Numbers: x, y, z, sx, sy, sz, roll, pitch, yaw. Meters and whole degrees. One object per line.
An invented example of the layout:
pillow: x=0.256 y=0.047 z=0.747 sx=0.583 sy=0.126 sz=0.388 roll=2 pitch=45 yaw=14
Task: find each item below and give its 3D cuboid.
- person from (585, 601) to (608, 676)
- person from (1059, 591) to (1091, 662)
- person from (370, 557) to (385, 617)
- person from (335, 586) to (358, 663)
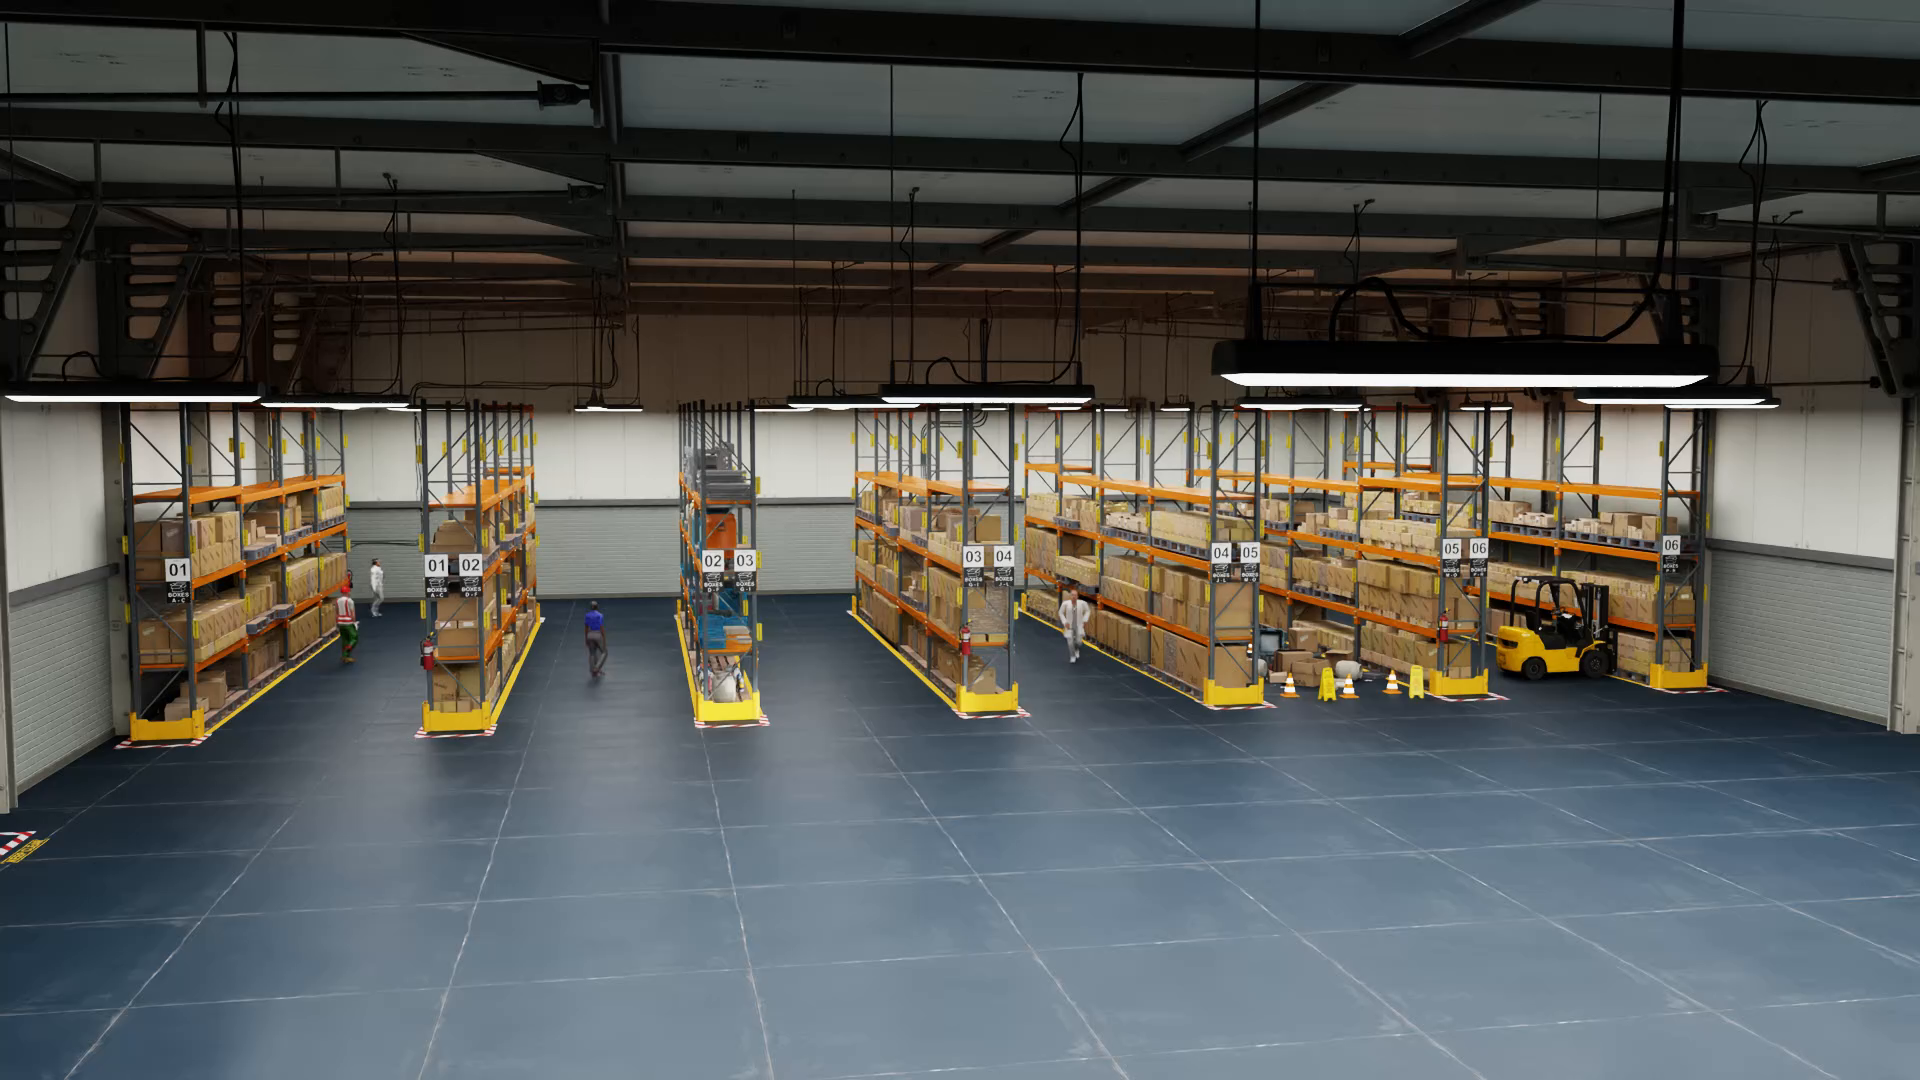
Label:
person: x=-7.978 y=2.167 z=36.331 sx=0.497 sy=1.644 sz=0.472 roll=1 pitch=5 yaw=17
person: x=2.645 y=1.990 z=38.427 sx=0.751 sy=1.688 sz=0.644 roll=0 pitch=4 yaw=-1
person: x=-16.499 y=1.321 z=47.092 sx=0.393 sy=1.690 sz=0.507 roll=-1 pitch=4 yaw=-10
person: x=-14.137 y=1.949 z=38.270 sx=0.589 sy=1.789 sz=0.508 roll=2 pitch=5 yaw=24
